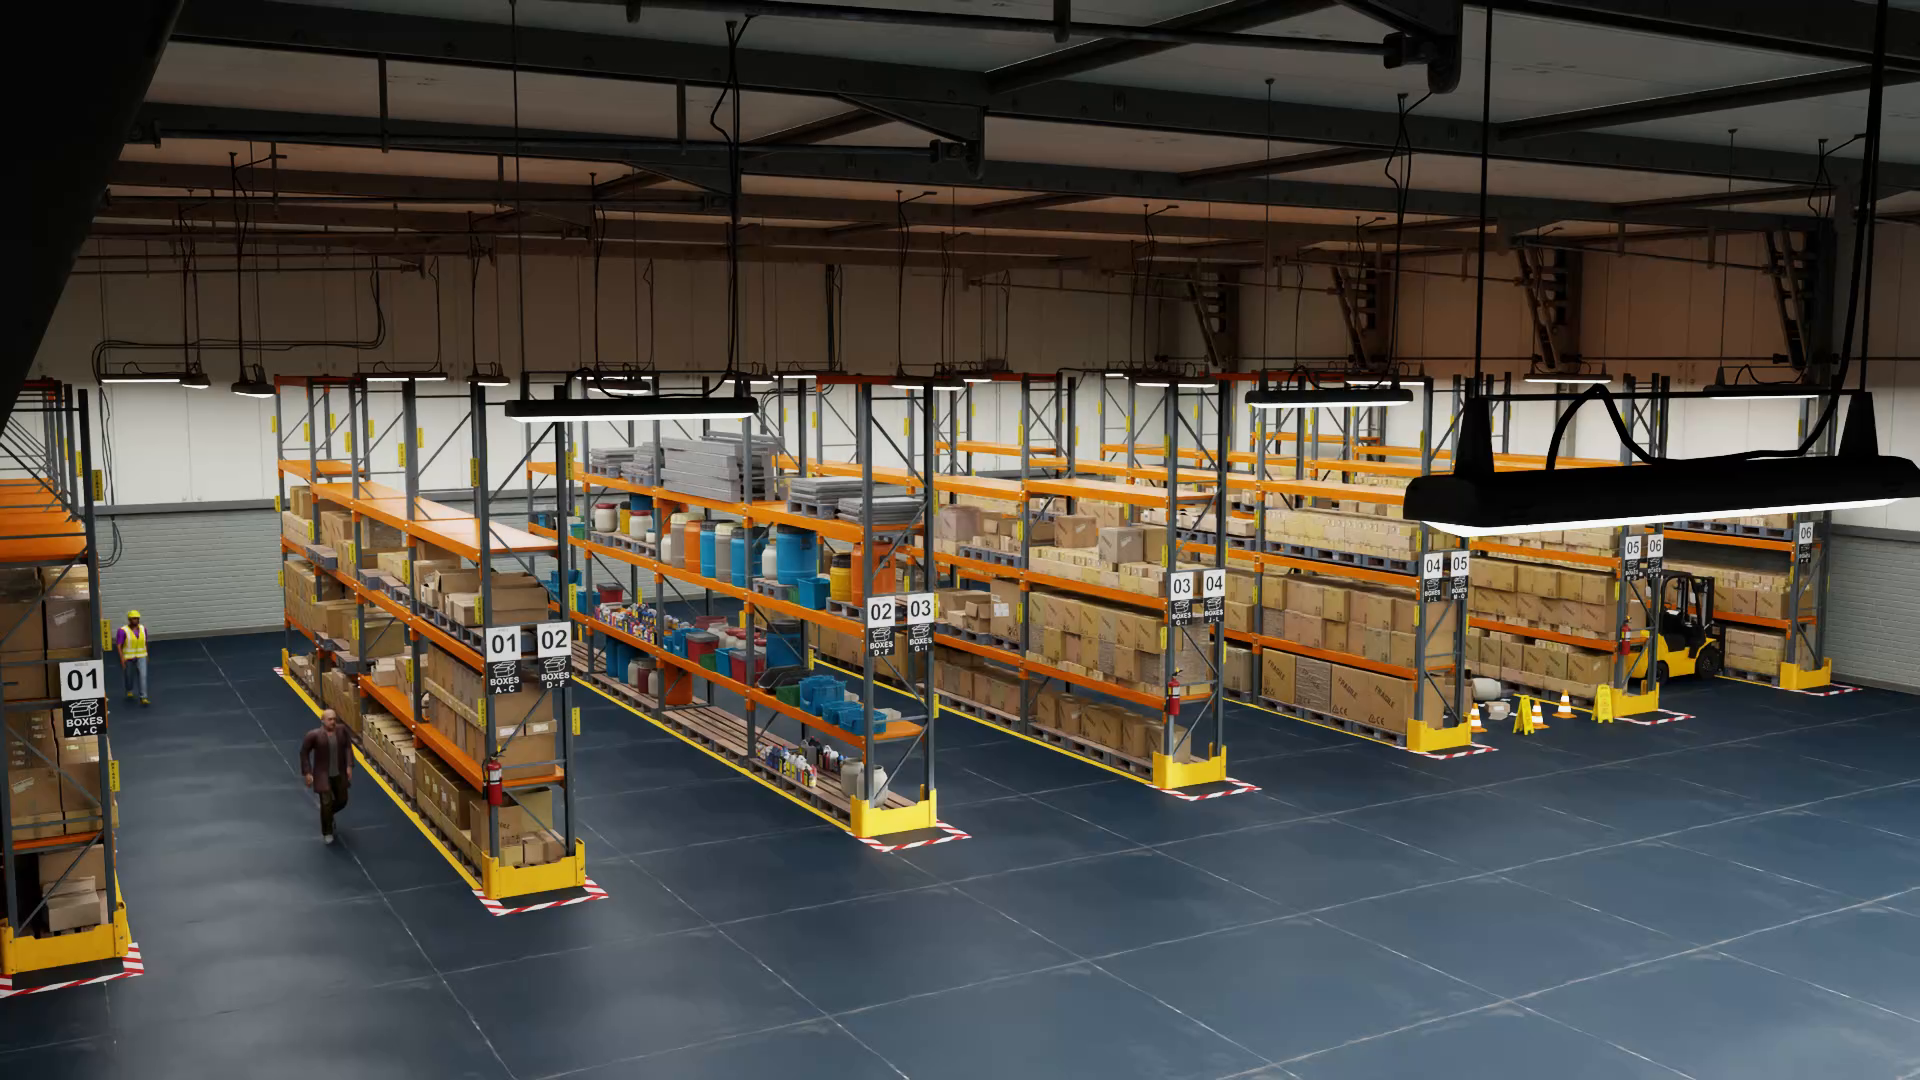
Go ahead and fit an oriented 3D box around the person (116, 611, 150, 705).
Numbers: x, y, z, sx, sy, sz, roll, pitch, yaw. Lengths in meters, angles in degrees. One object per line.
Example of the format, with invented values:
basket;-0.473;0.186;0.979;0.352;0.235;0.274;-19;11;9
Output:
person;-15.136;2.145;30.449;0.558;1.714;1.093;-4;7;-33

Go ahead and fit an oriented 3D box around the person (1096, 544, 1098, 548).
person;3.523;0.645;44.395;0.612;1.630;0.488;-4;7;-30

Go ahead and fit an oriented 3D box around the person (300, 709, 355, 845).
person;-8.357;3.071;21.923;0.665;1.762;0.739;-6;9;-43
